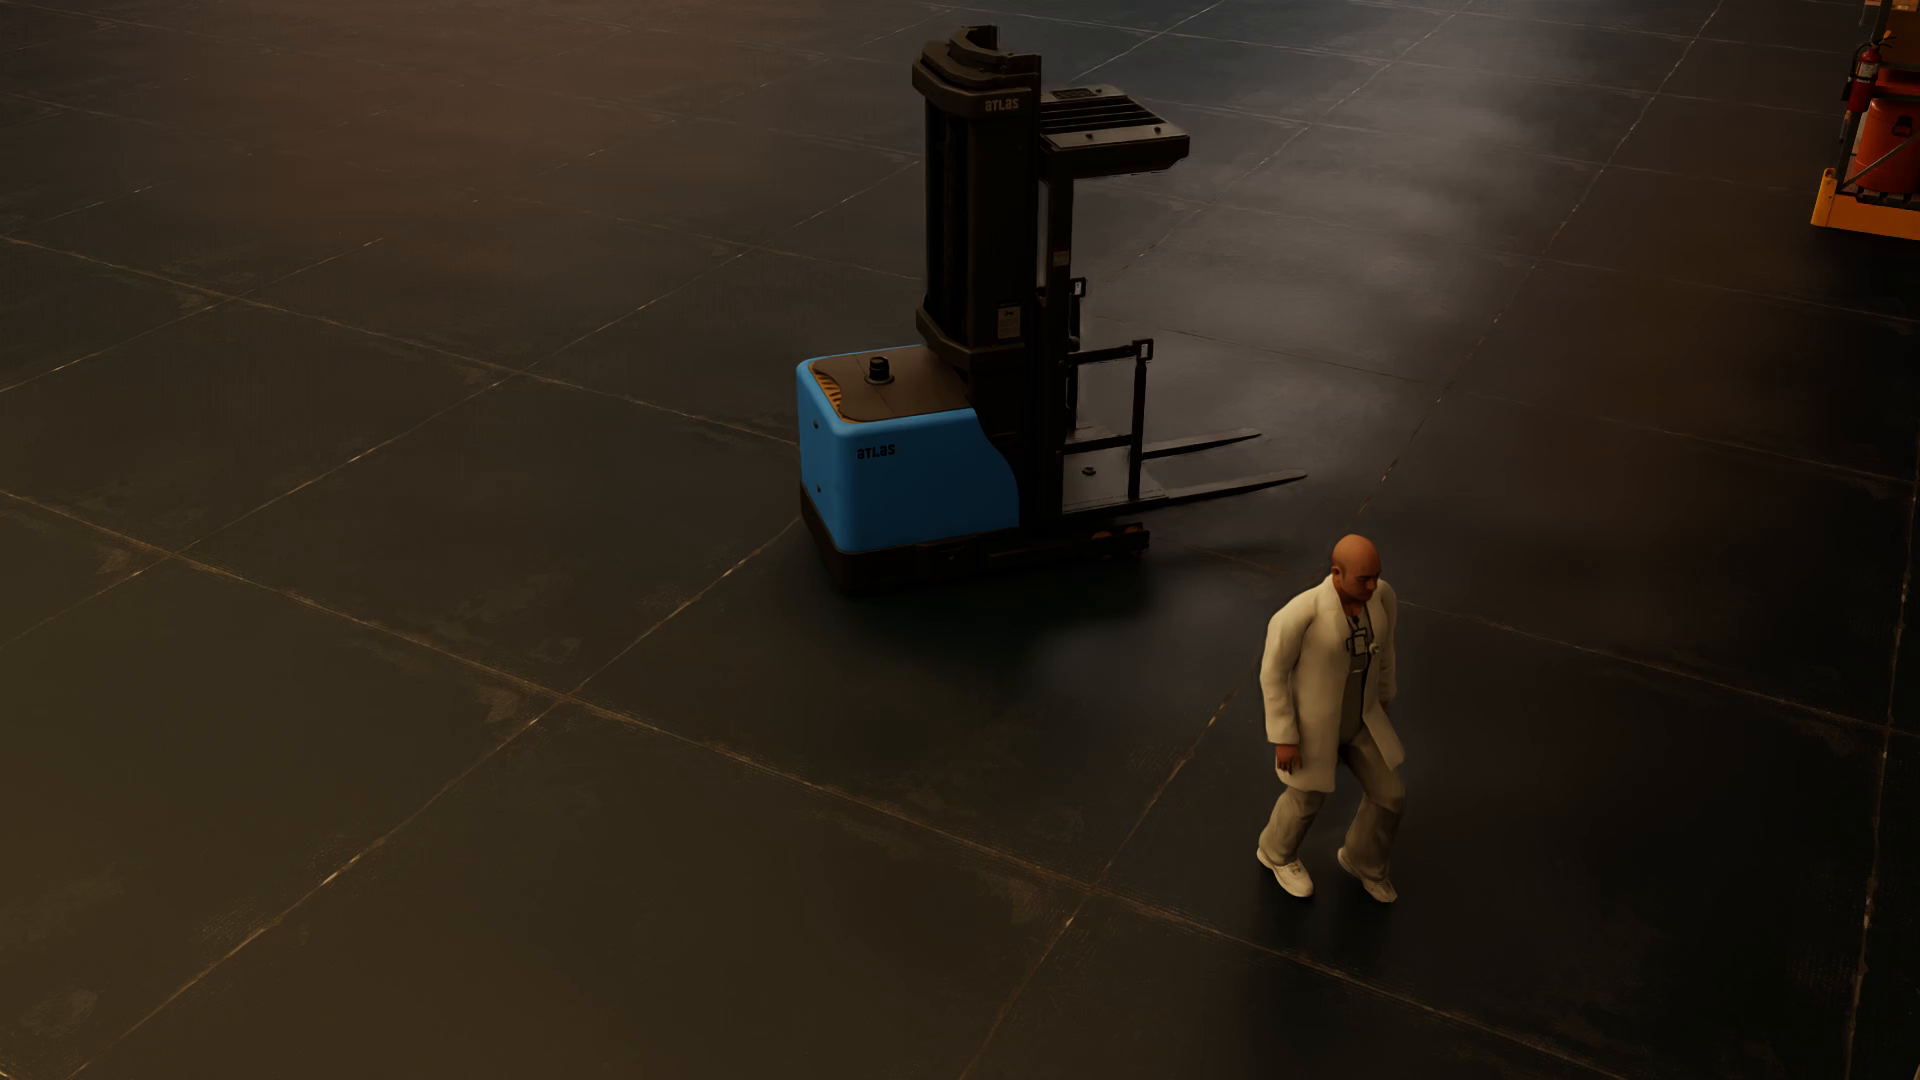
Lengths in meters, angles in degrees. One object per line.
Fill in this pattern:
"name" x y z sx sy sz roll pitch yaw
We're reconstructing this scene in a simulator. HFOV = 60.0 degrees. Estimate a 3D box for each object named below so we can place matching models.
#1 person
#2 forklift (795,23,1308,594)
"person" 1.571 0.789 6.950 0.699 1.828 0.563 -13 33 -22
"forklift" 0.605 -1.395 9.488 3.031 2.935 1.130 -9 31 -16
